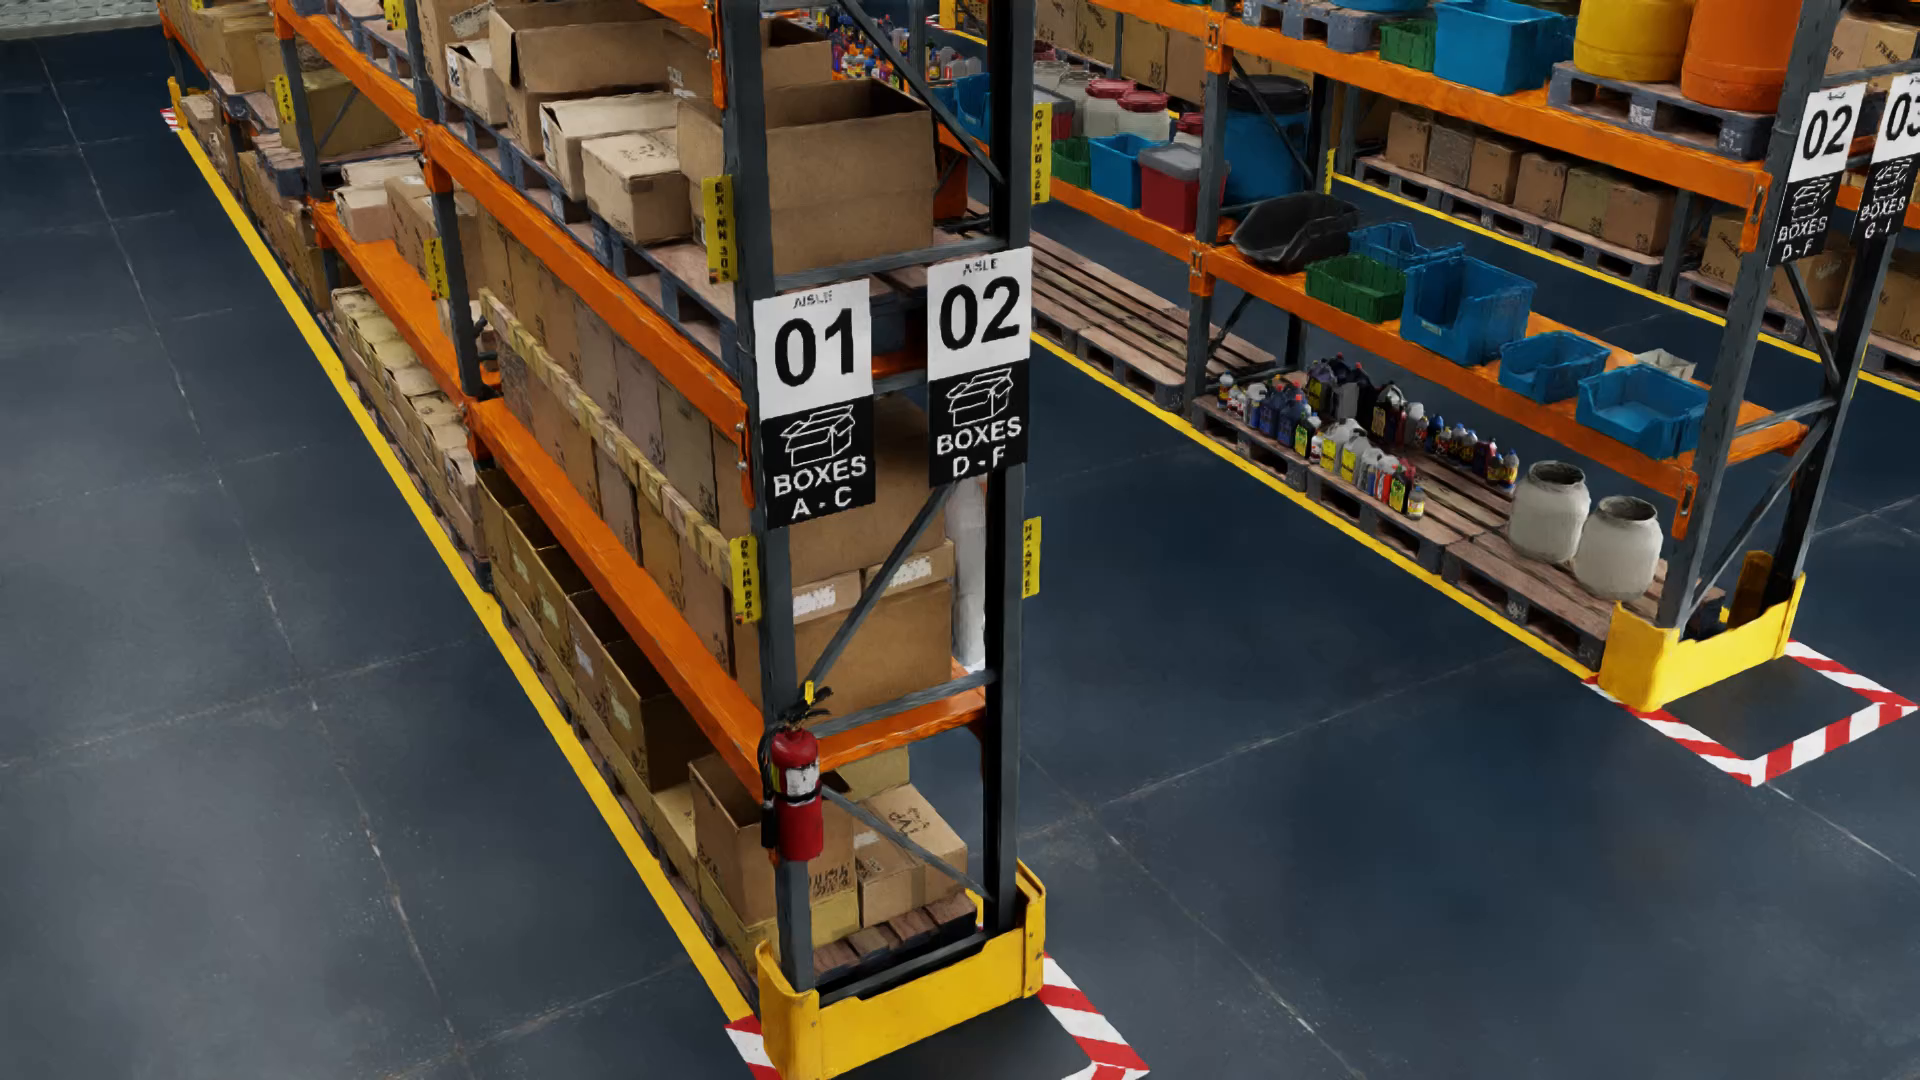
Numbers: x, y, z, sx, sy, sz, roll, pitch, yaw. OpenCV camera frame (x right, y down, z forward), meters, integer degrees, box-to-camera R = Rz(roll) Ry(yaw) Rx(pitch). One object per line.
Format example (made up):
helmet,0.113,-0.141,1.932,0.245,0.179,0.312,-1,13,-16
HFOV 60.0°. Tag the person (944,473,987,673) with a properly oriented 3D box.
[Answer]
person,0.071,-0.116,8.725,0.508,1.678,0.498,22,36,34
